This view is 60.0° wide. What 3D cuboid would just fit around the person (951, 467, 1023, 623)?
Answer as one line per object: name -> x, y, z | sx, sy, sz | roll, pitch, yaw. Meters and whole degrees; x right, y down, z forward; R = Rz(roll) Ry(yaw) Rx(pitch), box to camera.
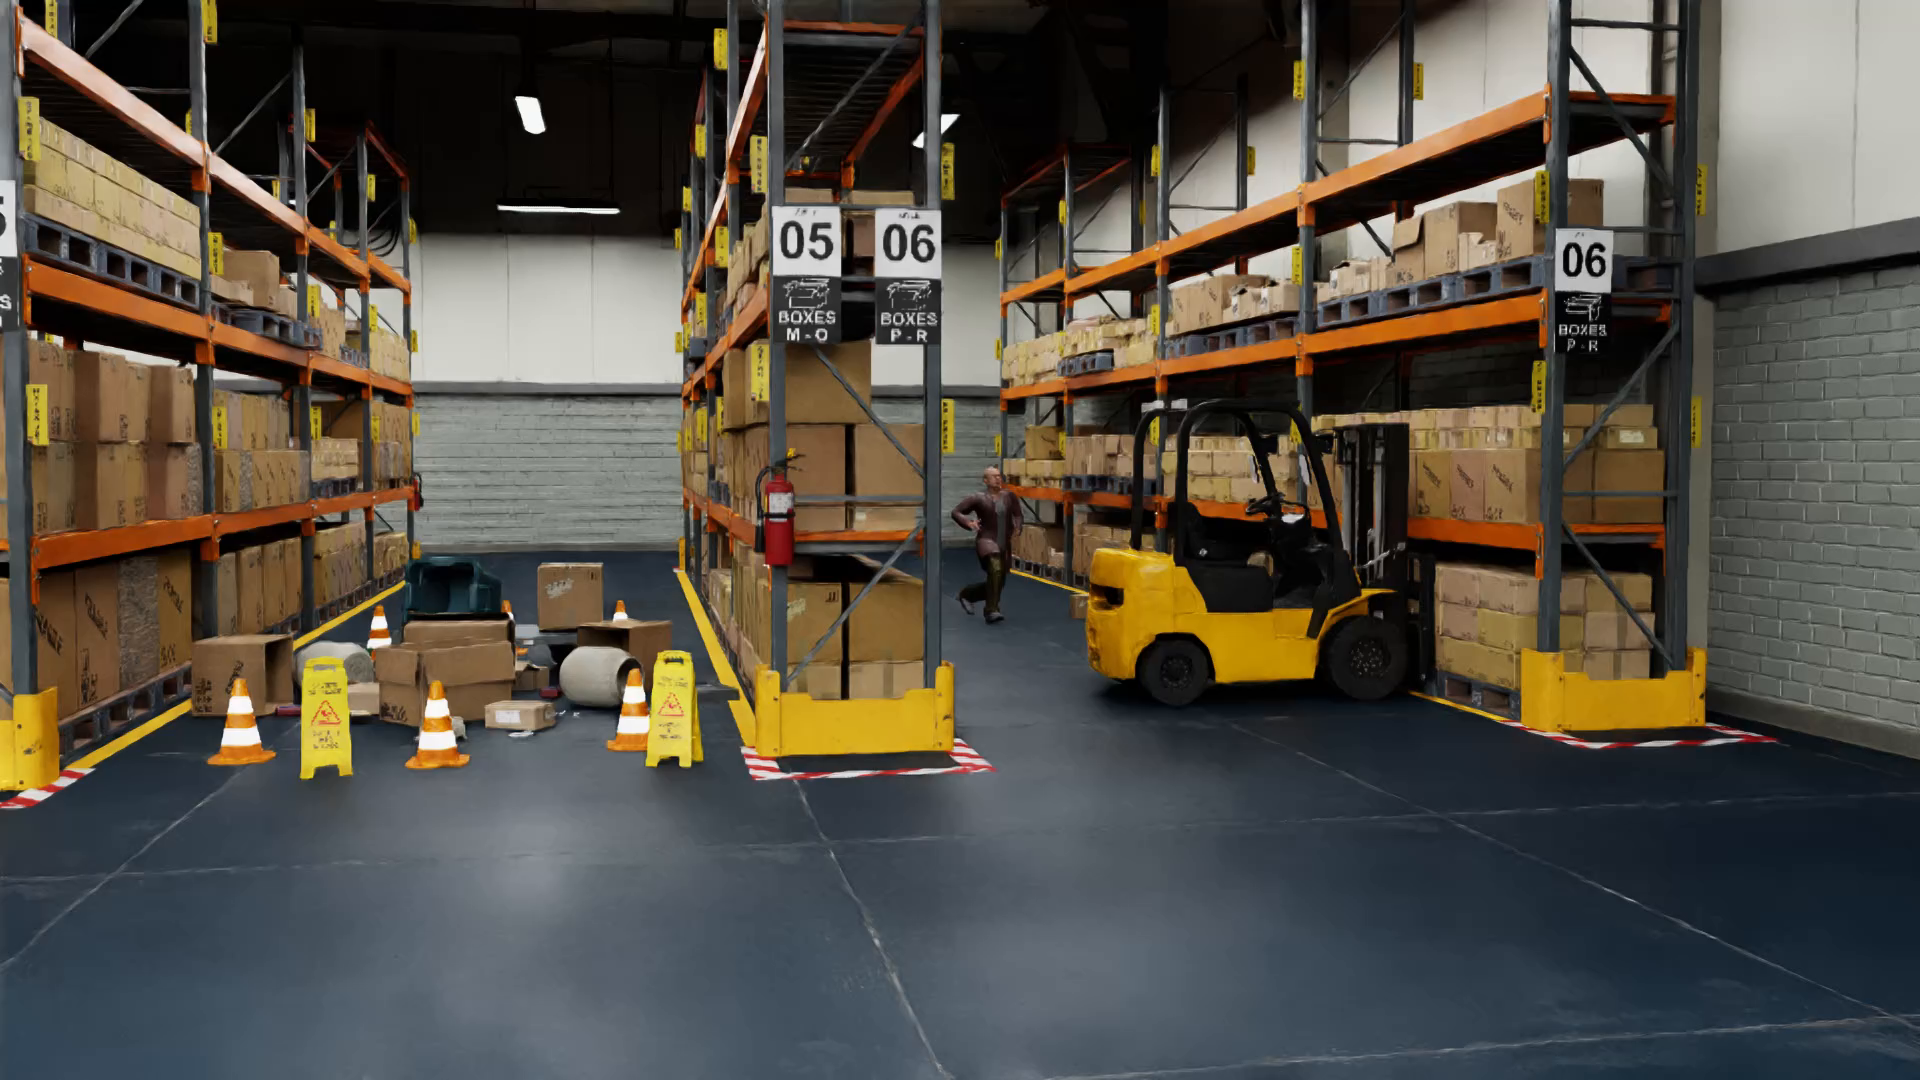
person -> 0.351, 0.038, 17.772 | 0.770, 1.635, 1.079 | -2, 4, -40
